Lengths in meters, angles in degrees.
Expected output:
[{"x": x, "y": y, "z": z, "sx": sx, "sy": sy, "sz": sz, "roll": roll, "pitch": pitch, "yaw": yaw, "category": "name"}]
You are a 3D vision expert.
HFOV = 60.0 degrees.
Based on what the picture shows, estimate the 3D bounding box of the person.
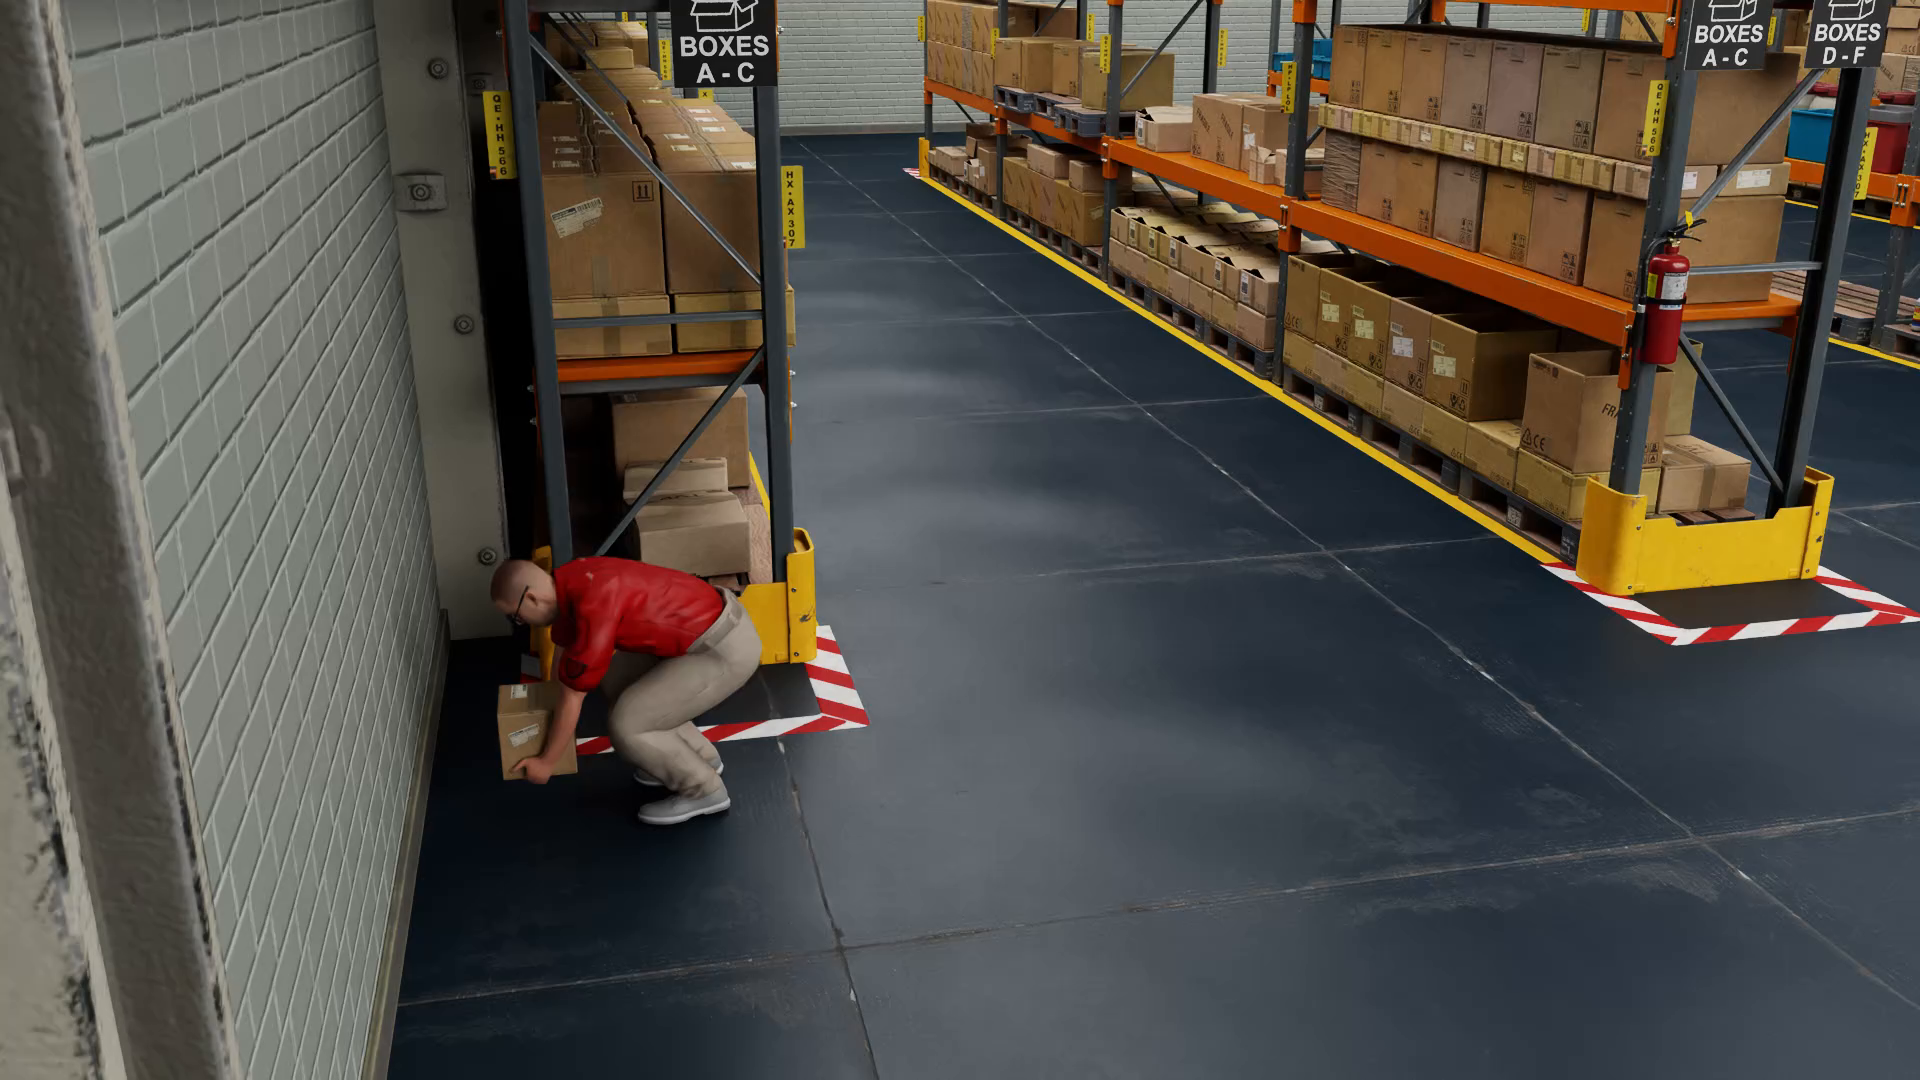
[{"x": -1.148, "y": 0.490, "z": 5.851, "sx": 0.904, "sy": 0.975, "sz": 0.537, "roll": -5, "pitch": 20, "yaw": -14, "category": "person"}]
